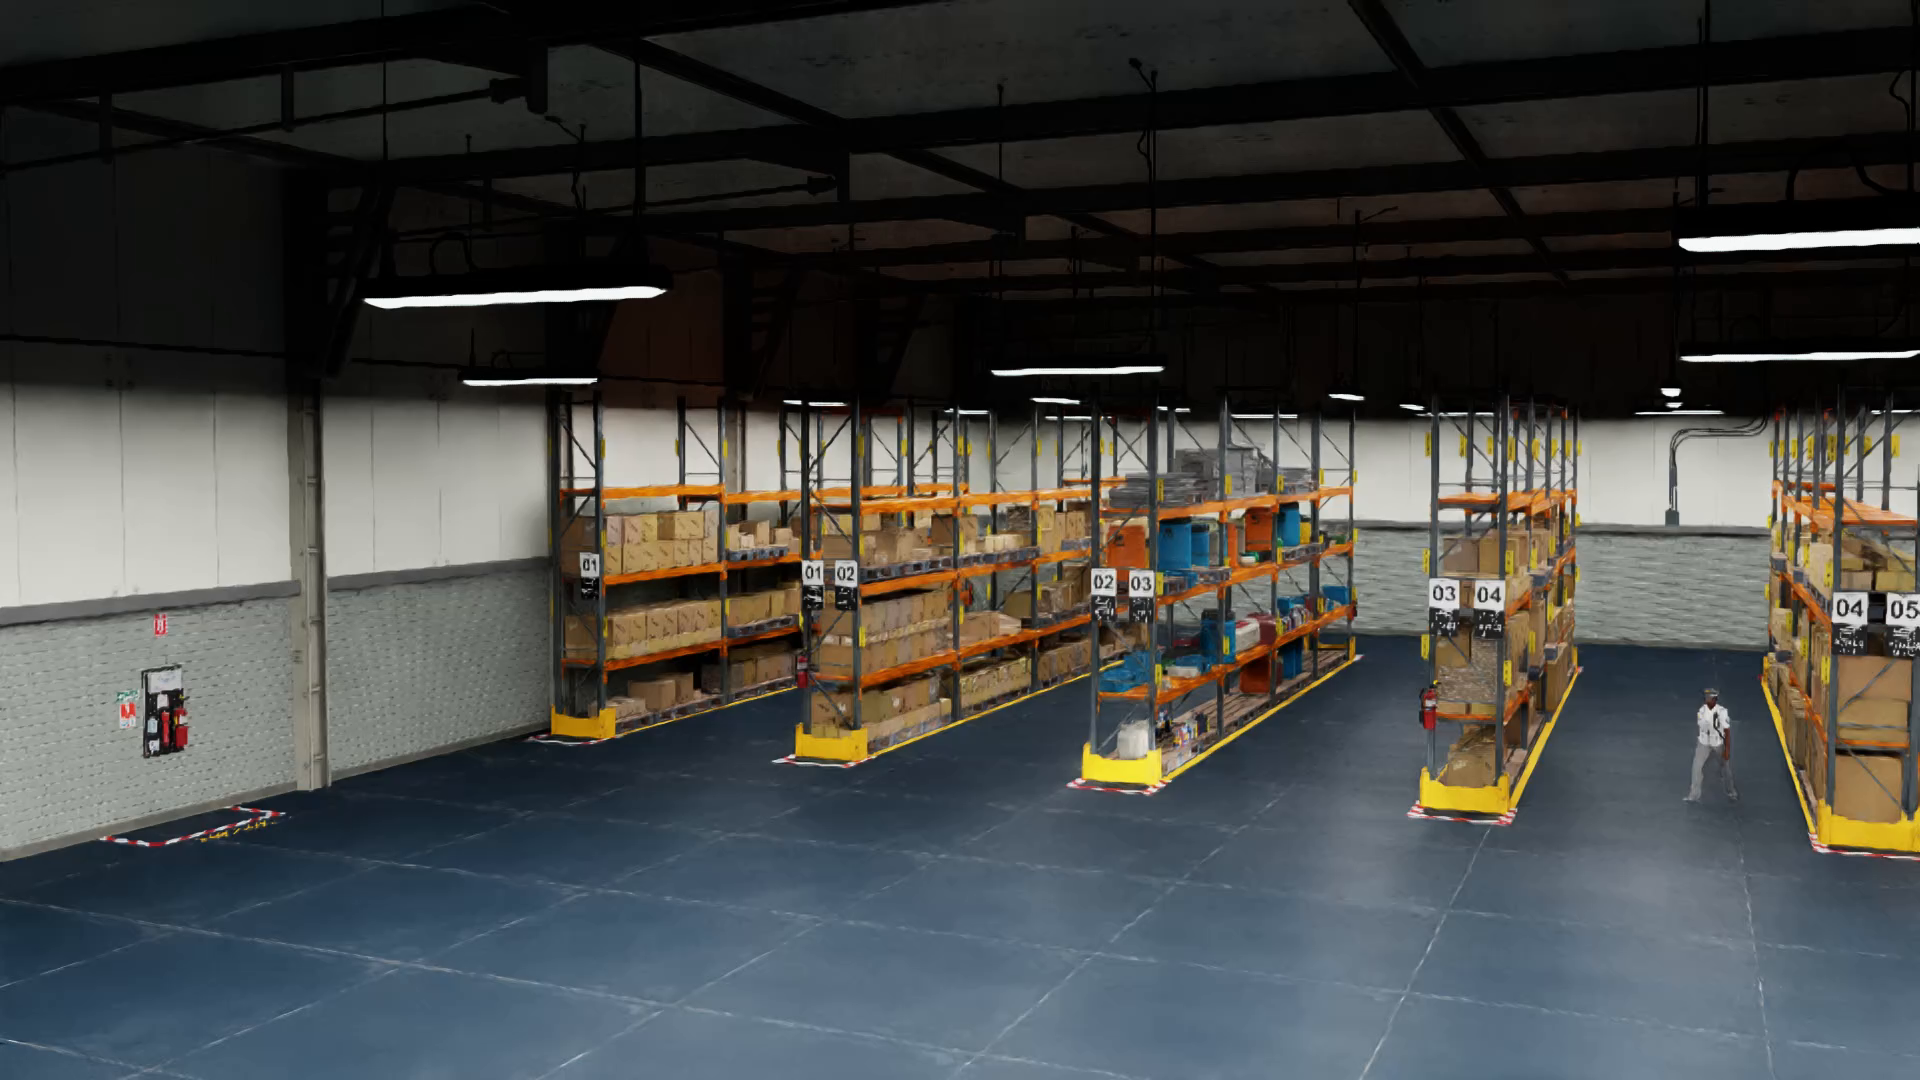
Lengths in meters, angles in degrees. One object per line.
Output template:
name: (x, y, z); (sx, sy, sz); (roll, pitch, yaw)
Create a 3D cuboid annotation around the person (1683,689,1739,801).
person: (10.673, 2.891, 23.551); (0.942, 1.617, 0.498); (-3, 4, -43)
